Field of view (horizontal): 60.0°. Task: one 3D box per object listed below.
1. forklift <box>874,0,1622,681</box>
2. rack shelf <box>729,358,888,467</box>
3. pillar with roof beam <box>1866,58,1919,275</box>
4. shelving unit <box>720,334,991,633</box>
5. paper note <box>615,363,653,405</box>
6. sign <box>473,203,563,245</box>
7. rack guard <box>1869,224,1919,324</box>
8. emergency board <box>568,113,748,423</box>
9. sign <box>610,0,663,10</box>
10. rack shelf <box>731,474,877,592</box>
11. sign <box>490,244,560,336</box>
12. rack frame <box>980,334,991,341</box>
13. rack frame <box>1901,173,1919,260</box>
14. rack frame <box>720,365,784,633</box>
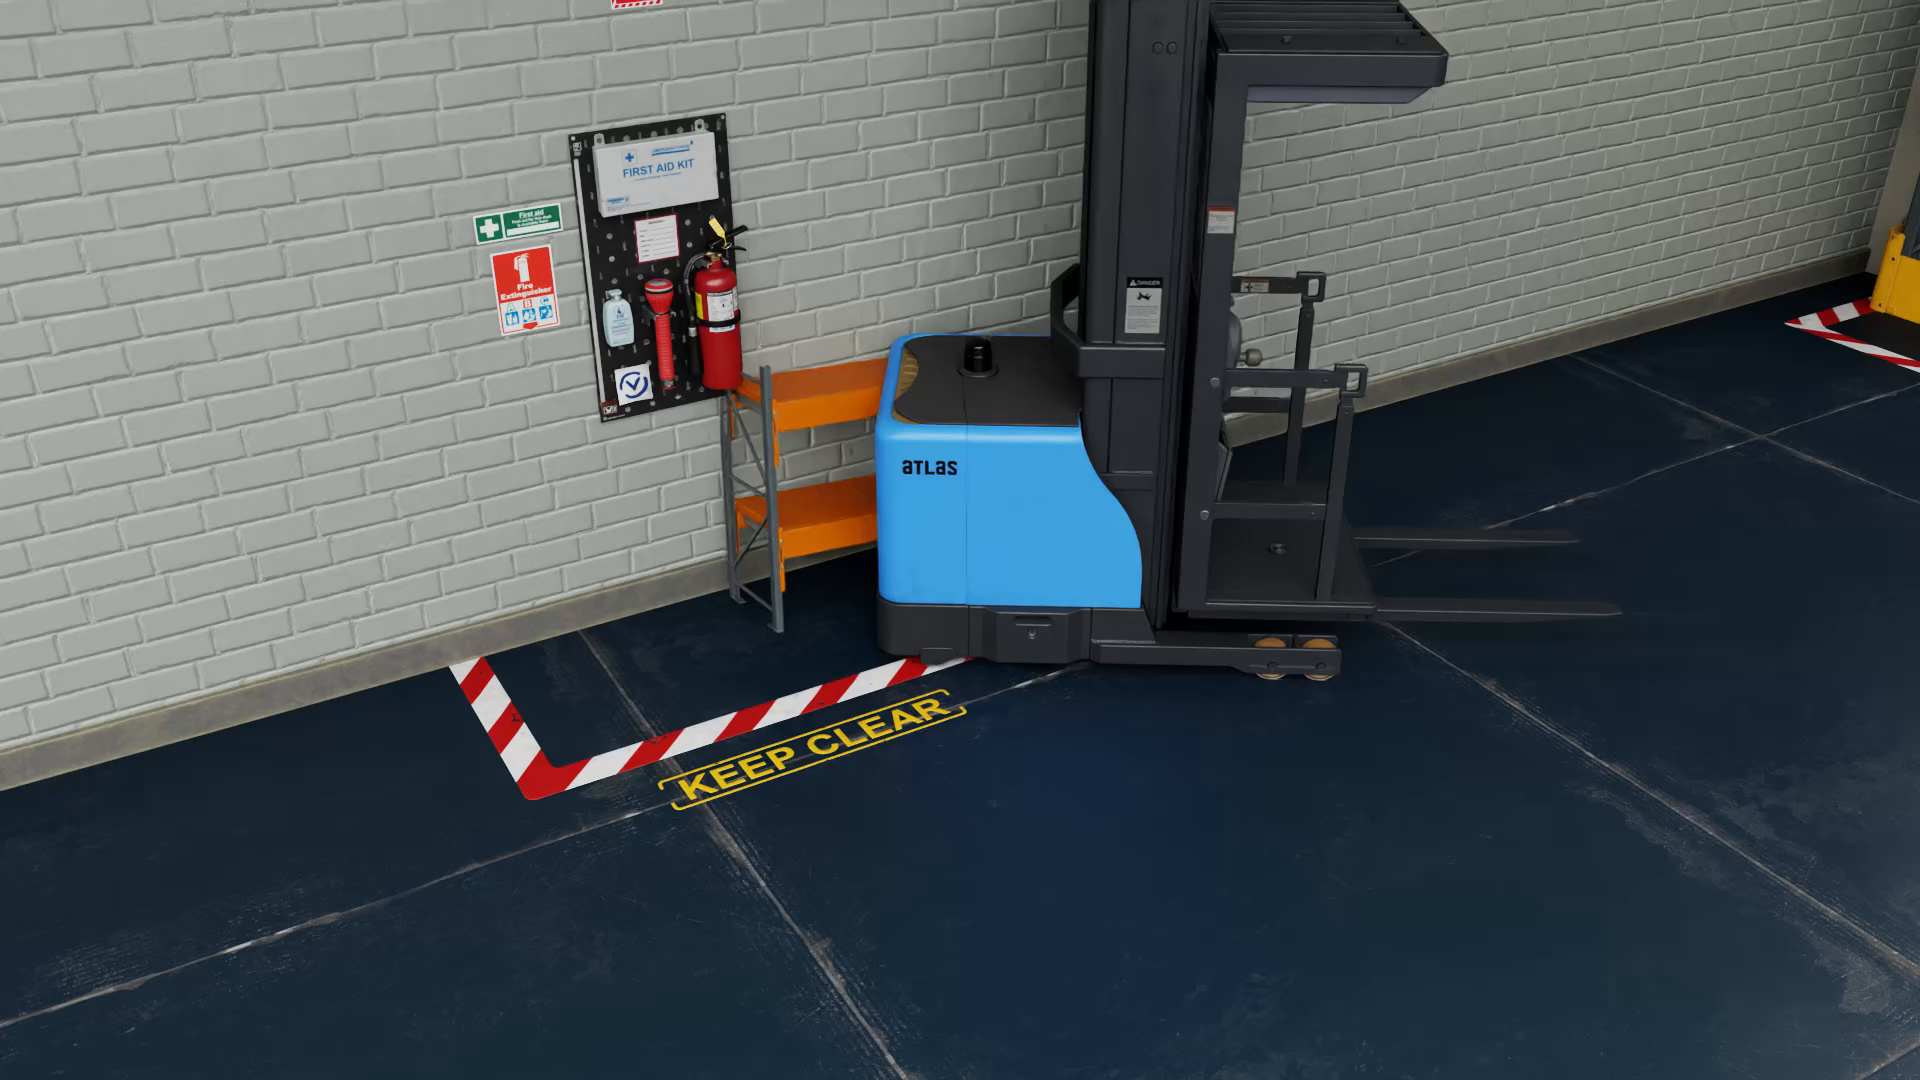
[{"bbox_3d":[1.189,-0.978,6.489,3.031,2.935,1.130,1,29,2],"label":"forklift"},{"bbox_3d":[-0.442,-0.583,7.057,1.000,0.278,0.538,-12,22,-29],"label":"rack shelf"},{"bbox_3d":[8.380,-3.918,5.536,0.400,9.000,9.100,-16,33,-26],"label":"pillar with roof beam"},{"bbox_3d":[-0.439,-0.307,7.154,1.048,1.125,0.538,-12,22,-29],"label":"shelving unit"},{"bbox_3d":[-1.312,-0.627,6.693,0.142,0.148,0.016,-16,33,-26],"label":"paper note"},{"bbox_3d":[-1.645,-1.180,6.198,0.331,0.109,0.001,-16,33,-26],"label":"sign"},{"bbox_3d":[6.099,-1.477,9.910,0.348,0.500,1.175,-16,33,-26],"label":"rack guard"},{"bbox_3d":[-1.124,-1.027,6.507,0.643,1.169,0.194,-16,33,-26],"label":"emergency board"},{"bbox_3d":[-1.182,-2.082,6.018,0.199,0.298,0.001,-16,33,-26],"label":"sign"},{"bbox_3d":[-0.436,-0.076,7.235,1.000,0.278,0.538,-12,22,-29],"label":"rack shelf"},{"bbox_3d":[-1.653,-0.950,6.331,0.234,0.329,0.001,-16,33,-26],"label":"sign"},{"bbox_3d":[-0.001,-0.397,7.397,0.032,1.125,0.500,-12,22,-29],"label":"rack frame"},{"bbox_3d":[6.033,-2.553,9.272,0.127,3.000,1.000,-16,33,-26],"label":"rack frame"},{"bbox_3d":[-0.876,-0.216,6.911,0.032,1.125,0.500,-12,22,-29],"label":"rack frame"}]
